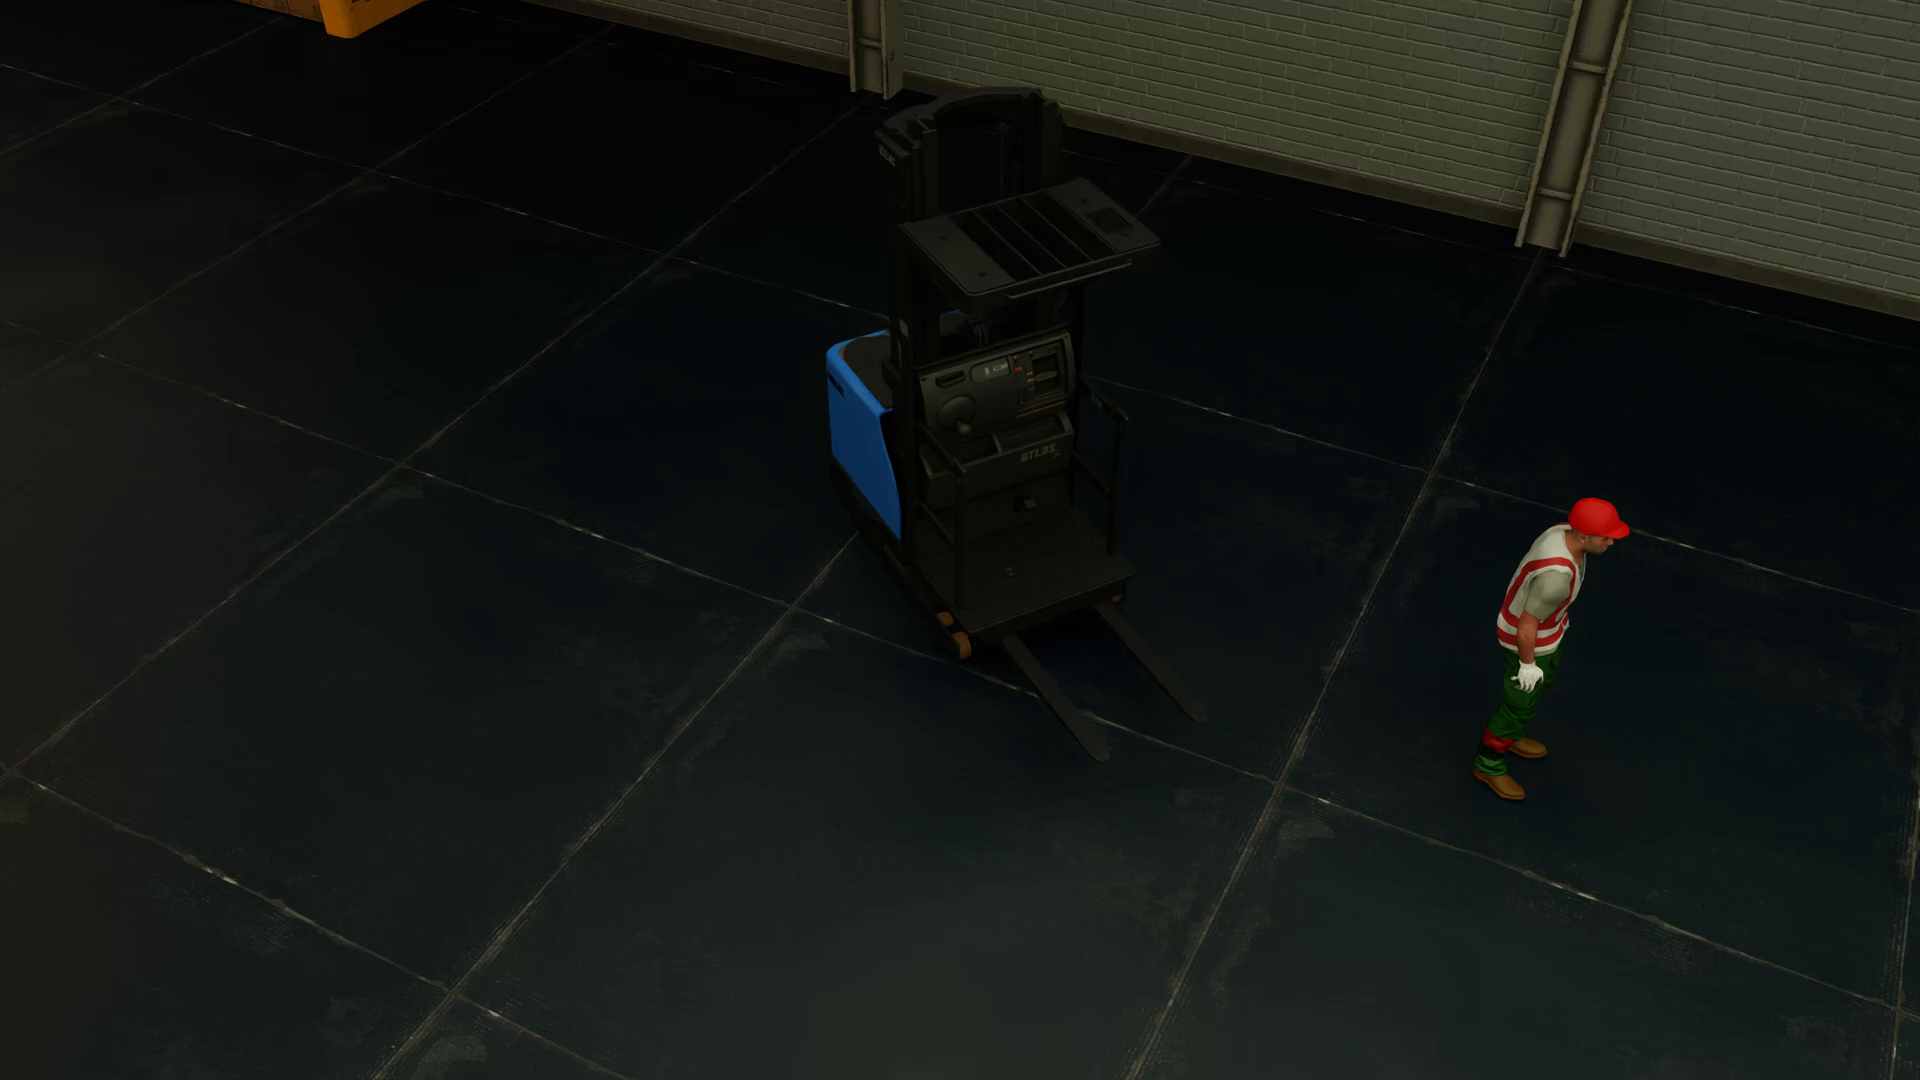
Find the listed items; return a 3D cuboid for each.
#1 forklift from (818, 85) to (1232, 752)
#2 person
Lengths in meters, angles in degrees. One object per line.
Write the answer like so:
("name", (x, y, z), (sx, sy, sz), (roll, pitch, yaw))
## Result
("forklift", (0.357, -0.788, 8.922), (1.130, 2.935, 3.031), (-23, 45, -25))
("person", (2.906, 0.495, 8.297), (0.454, 1.777, 0.608), (21, 45, 23))
